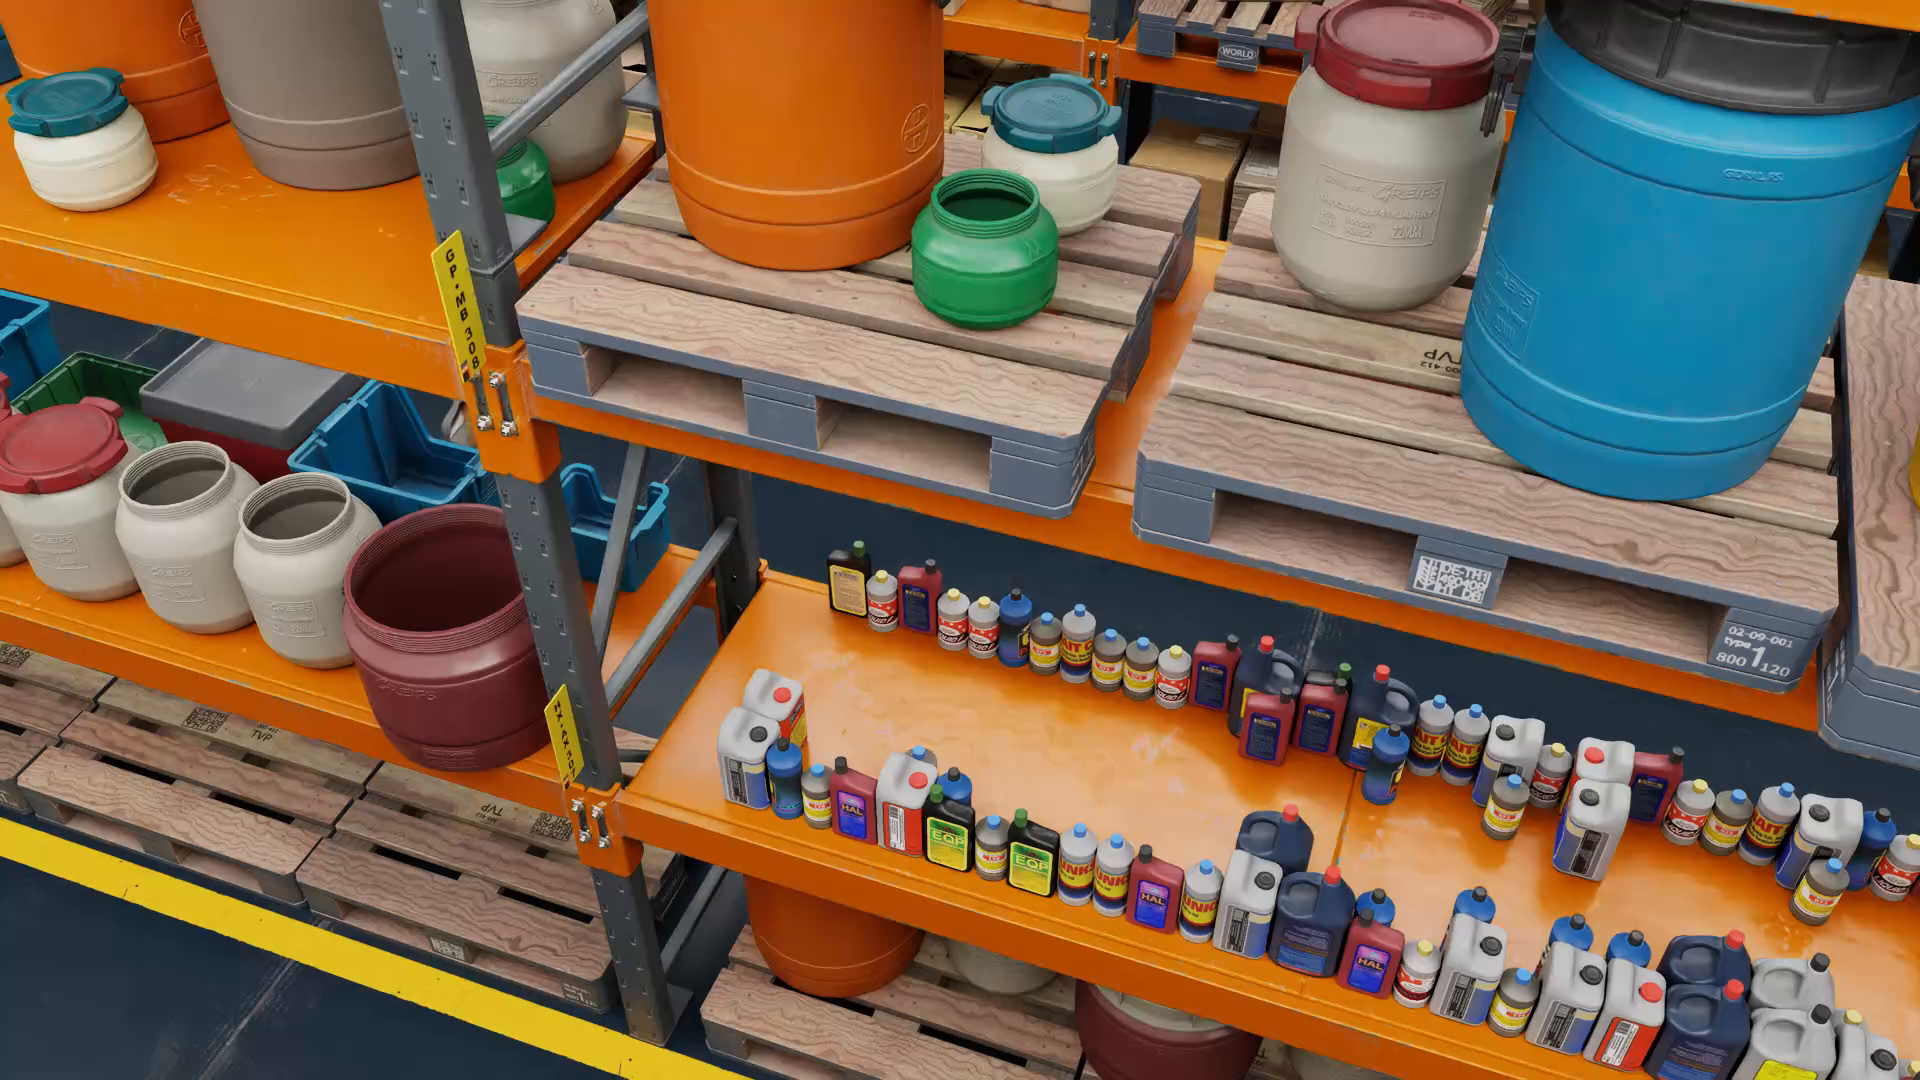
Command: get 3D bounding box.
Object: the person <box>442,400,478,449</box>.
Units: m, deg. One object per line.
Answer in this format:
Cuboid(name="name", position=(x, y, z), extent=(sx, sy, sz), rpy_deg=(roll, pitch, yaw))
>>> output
Cuboid(name="person", position=(-1.792, -0.080, 6.242), extent=(0.455, 1.594, 0.456), rpy_deg=(-23, 47, -23))
